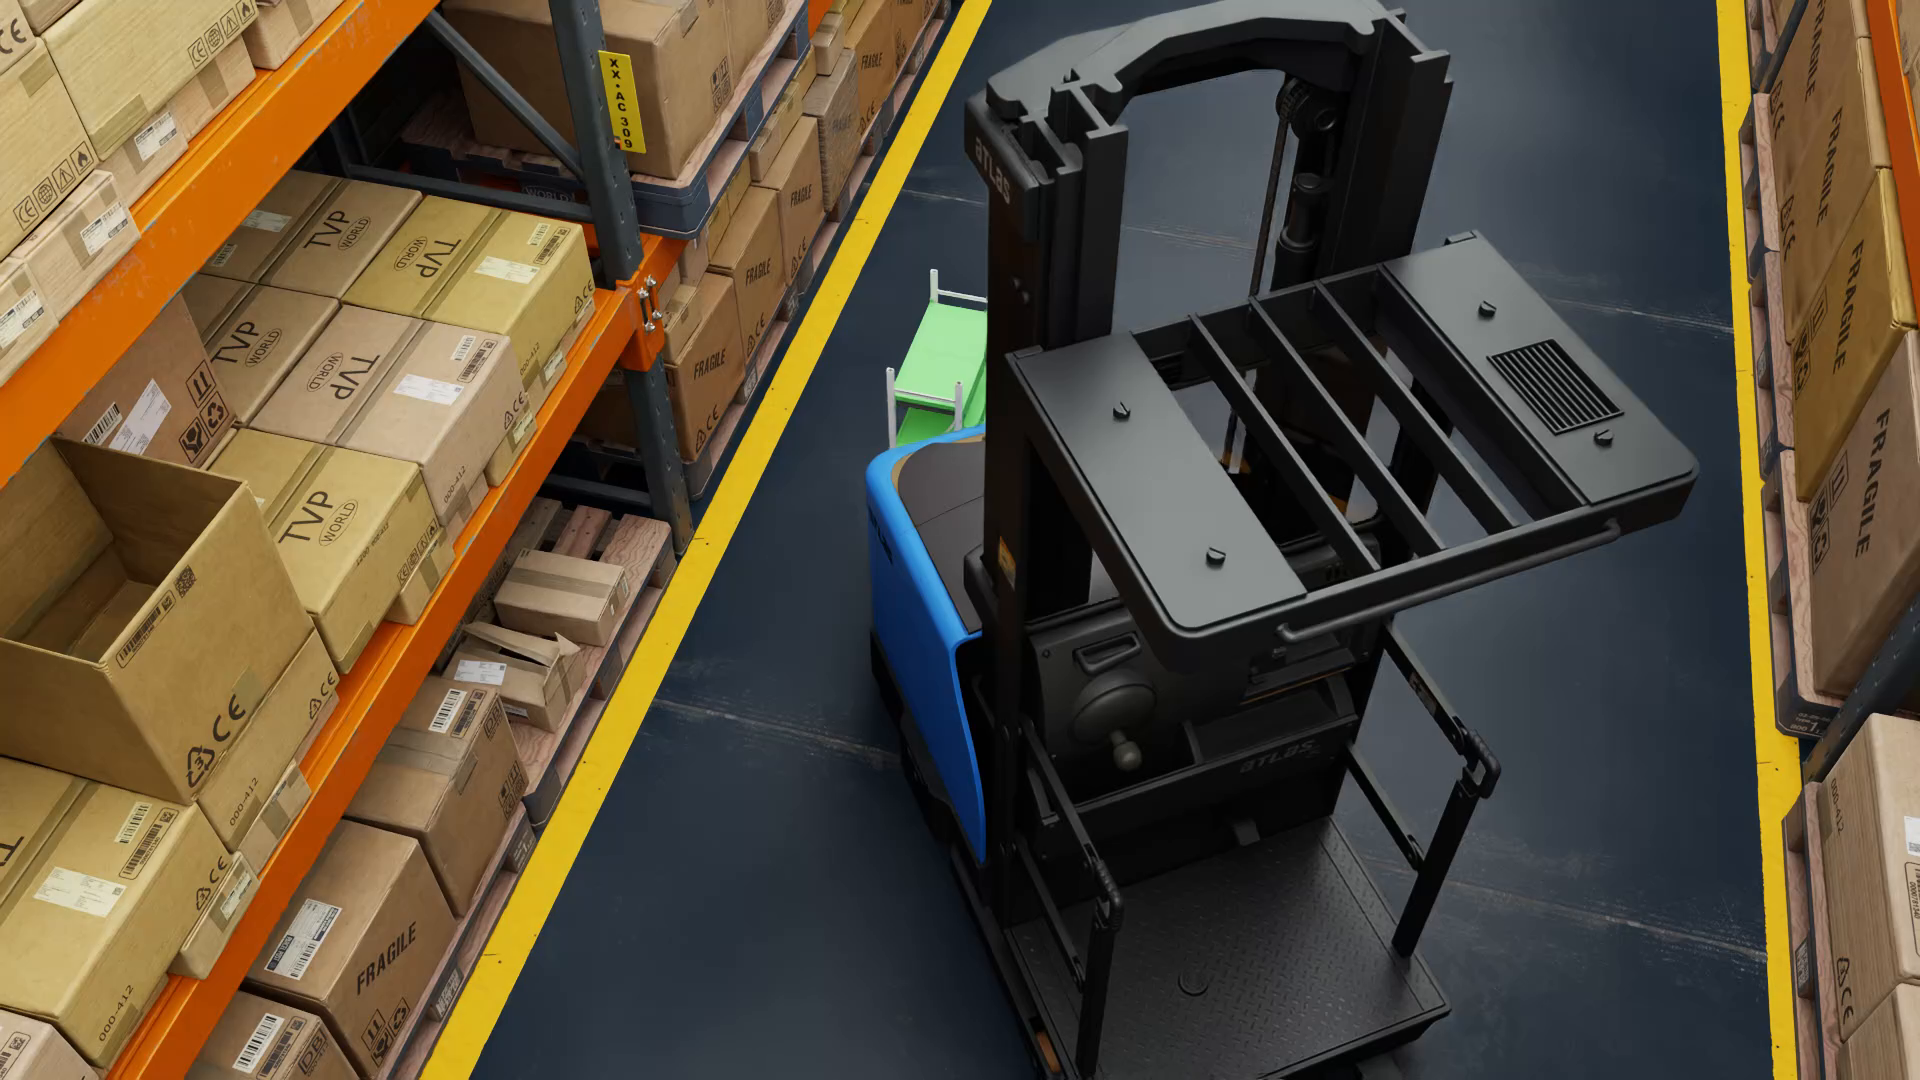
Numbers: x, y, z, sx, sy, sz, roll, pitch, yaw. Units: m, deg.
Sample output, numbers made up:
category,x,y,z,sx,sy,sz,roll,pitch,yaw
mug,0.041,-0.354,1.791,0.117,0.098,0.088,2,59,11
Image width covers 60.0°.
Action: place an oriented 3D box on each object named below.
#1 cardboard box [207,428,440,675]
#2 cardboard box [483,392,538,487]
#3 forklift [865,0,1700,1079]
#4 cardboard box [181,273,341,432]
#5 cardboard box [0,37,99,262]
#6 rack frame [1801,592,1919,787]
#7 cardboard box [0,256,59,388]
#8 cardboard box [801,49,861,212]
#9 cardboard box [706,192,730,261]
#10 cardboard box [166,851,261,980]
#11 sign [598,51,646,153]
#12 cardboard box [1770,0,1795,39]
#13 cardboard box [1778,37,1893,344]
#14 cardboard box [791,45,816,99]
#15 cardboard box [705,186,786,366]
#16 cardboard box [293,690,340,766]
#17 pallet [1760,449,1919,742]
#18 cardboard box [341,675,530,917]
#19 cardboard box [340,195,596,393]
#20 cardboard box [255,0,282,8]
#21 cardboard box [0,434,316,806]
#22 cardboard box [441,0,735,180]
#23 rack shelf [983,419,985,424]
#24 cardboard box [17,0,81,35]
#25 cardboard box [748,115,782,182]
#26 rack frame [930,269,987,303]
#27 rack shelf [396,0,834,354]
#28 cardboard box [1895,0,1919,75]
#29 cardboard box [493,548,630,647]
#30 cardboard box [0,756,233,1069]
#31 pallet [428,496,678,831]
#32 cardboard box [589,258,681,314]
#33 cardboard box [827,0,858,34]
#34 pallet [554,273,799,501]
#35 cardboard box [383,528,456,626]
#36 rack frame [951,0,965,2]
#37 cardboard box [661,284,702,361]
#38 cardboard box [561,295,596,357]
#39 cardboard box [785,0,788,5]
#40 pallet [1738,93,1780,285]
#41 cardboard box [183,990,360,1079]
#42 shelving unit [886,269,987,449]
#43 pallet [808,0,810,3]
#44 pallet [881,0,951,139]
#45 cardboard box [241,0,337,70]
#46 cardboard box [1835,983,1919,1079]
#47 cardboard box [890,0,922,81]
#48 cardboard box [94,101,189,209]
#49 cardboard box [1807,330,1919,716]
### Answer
category,x,y,z,sx,sy,sz,roll,pitch,yaw
cardboard box,-1.659,0.020,4.133,0.500,0.250,0.500,11,50,10
cardboard box,-1.431,-0.322,4.701,0.380,0.149,0.250,13,50,11
forklift,0.701,0.383,3.957,1.130,2.935,3.031,-16,51,-14
cardboard box,-2.015,-0.451,4.549,0.500,0.250,0.500,11,50,10
cardboard box,-1.796,-0.604,2.684,0.500,0.250,0.500,11,49,9
rack frame,3.291,-0.094,4.332,1.000,3.000,0.127,12,50,10
cardboard box,-1.746,-0.362,2.735,0.380,0.149,0.250,12,50,10
cardboard box,-0.745,-1.809,7.233,0.500,0.500,0.500,10,49,9
cardboard box,-1.093,-1.208,6.270,0.380,0.149,0.250,9,49,8
cardboard box,-1.813,0.800,3.711,0.380,0.149,0.250,10,49,9
sign,-0.973,-1.256,4.780,0.100,0.325,0.005,12,50,10
cardboard box,4.502,-2.664,8.073,0.950,0.372,0.625,9,49,7
cardboard box,3.843,-1.296,6.530,0.875,0.875,0.875,12,50,10
cardboard box,-0.821,-1.962,6.936,0.380,0.149,0.250,12,50,10
cardboard box,-1.023,-1.075,6.586,0.500,0.500,0.500,11,49,10
cardboard box,-1.762,0.405,4.059,0.380,0.149,0.250,11,50,10
pallet,3.422,0.256,5.884,1.003,0.211,1.213,12,50,10
cardboard box,-1.763,0.725,4.996,0.700,0.500,0.500,10,49,9
cardboard box,-1.397,-0.703,4.772,0.500,0.250,0.500,13,50,11
cardboard box,-1.511,-1.336,3.329,0.500,0.250,0.500,10,49,9
cardboard box,-1.777,0.165,3.505,0.500,0.500,0.500,13,50,11
cardboard box,-1.155,-1.549,5.270,0.700,0.500,0.500,13,50,11
rack shelf,-0.045,-0.239,5.745,0.258,0.148,0.480,12,50,10
cardboard box,-1.666,-1.132,2.816,0.500,0.250,0.500,12,50,11
cardboard box,-0.932,-1.582,6.600,0.380,0.149,0.250,11,50,10
rack frame,0.020,-0.458,5.853,0.240,1.200,0.015,12,50,10
rack shelf,-0.972,-2.280,6.741,1.077,0.370,4.000,12,50,10
cardboard box,3.711,-1.880,6.009,0.500,0.250,0.500,13,50,11
cardboard box,-1.362,0.194,5.699,0.380,0.149,0.250,10,49,9
cardboard box,-1.909,0.766,3.475,0.500,0.250,0.500,11,49,9
pallet,-1.680,0.348,5.802,1.003,0.211,1.213,12,50,10
cardboard box,-1.206,-0.915,5.813,0.380,0.149,0.250,11,49,9
cardboard box,-0.664,-2.336,7.265,0.380,0.149,0.250,11,49,9
pallet,-1.321,-0.744,6.766,1.003,0.211,1.213,12,50,10
cardboard box,-1.567,0.053,4.370,0.380,0.149,0.250,11,49,9
rack frame,-0.446,-3.964,7.748,1.000,3.000,0.127,12,50,10
cardboard box,-1.147,-0.804,5.914,0.380,0.149,0.250,14,50,12
cardboard box,-1.339,-0.707,5.041,0.380,0.149,0.250,12,50,11
cardboard box,-0.763,-2.095,5.908,0.396,0.266,0.258,14,50,12
pallet,4.064,-1.509,7.441,1.003,0.211,1.213,12,50,10
cardboard box,-2.036,1.476,4.334,0.700,0.500,0.500,13,50,12
shelving unit,-0.045,-0.281,5.697,0.258,1.200,0.503,12,50,10
pallet,-0.953,-2.493,6.578,1.003,0.211,1.213,12,50,10
pallet,-0.679,-2.509,8.324,1.003,0.211,1.213,12,50,10
cardboard box,-1.524,-1.116,3.401,0.380,0.149,0.250,11,50,10
cardboard box,2.787,1.695,4.182,0.875,0.438,0.875,10,49,9
cardboard box,-0.491,-2.568,7.903,0.500,0.500,0.500,11,49,9
cardboard box,-1.683,-0.745,3.074,0.380,0.149,0.250,12,50,10
cardboard box,3.377,0.006,5.381,0.875,0.875,0.875,13,50,11
